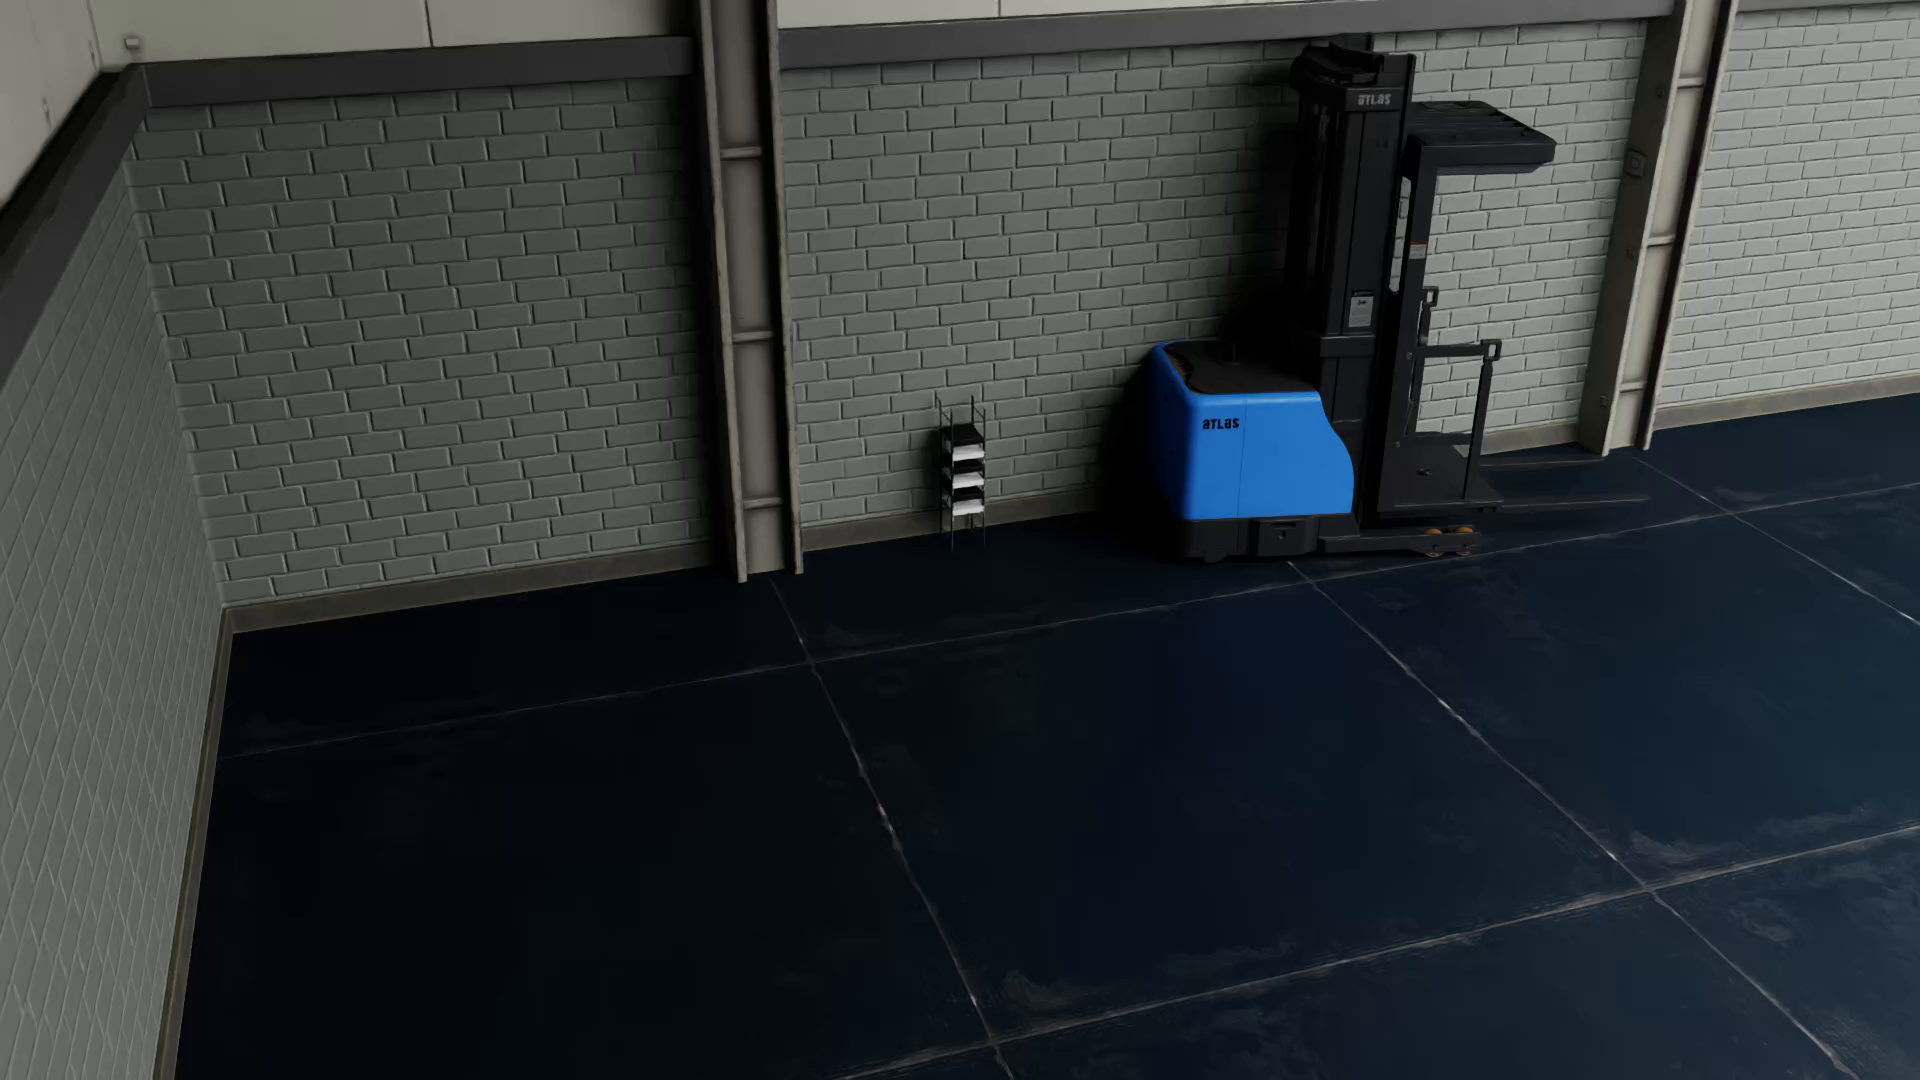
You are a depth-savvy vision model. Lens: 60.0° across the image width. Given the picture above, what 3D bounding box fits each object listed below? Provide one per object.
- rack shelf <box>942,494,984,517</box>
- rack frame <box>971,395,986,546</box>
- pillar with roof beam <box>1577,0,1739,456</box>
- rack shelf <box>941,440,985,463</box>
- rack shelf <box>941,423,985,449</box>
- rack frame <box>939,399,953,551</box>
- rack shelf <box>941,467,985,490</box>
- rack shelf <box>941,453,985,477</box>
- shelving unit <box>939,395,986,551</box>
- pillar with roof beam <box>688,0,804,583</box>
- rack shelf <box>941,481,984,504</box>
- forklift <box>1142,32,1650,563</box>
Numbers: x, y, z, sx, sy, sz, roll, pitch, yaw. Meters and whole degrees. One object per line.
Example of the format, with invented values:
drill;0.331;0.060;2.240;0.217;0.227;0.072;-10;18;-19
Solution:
rack shelf;0.012;-0.210;10.139;0.200;0.077;0.258;-9;28;-17
rack frame;0.109;-0.415;10.073;0.006;0.900;0.240;-9;28;-17
pillar with roof beam;5.876;-2.878;5.928;0.400;9.000;9.100;-8;28;-16
rack shelf;0.012;-0.532;9.978;0.200;0.077;0.258;-9;28;-17
rack shelf;0.013;-0.612;9.938;0.200;0.077;0.258;-9;28;-17
rack frame;-0.084;-0.386;10.015;0.006;0.900;0.240;-9;28;-17
rack shelf;0.012;-0.371;10.058;0.200;0.077;0.258;-9;28;-17
rack shelf;0.012;-0.451;10.018;0.200;0.077;0.258;-9;28;-17
shelving unit;0.012;-0.400;10.044;0.210;0.900;0.258;-9;28;-17
pillar with roof beam;0.171;-2.052;4.263;0.400;9.000;9.100;-8;28;-16
rack shelf;0.012;-0.290;10.099;0.200;0.077;0.258;-9;28;-17
forklift;2.718;-1.443;9.860;3.031;2.935;1.130;-3;27;-6
